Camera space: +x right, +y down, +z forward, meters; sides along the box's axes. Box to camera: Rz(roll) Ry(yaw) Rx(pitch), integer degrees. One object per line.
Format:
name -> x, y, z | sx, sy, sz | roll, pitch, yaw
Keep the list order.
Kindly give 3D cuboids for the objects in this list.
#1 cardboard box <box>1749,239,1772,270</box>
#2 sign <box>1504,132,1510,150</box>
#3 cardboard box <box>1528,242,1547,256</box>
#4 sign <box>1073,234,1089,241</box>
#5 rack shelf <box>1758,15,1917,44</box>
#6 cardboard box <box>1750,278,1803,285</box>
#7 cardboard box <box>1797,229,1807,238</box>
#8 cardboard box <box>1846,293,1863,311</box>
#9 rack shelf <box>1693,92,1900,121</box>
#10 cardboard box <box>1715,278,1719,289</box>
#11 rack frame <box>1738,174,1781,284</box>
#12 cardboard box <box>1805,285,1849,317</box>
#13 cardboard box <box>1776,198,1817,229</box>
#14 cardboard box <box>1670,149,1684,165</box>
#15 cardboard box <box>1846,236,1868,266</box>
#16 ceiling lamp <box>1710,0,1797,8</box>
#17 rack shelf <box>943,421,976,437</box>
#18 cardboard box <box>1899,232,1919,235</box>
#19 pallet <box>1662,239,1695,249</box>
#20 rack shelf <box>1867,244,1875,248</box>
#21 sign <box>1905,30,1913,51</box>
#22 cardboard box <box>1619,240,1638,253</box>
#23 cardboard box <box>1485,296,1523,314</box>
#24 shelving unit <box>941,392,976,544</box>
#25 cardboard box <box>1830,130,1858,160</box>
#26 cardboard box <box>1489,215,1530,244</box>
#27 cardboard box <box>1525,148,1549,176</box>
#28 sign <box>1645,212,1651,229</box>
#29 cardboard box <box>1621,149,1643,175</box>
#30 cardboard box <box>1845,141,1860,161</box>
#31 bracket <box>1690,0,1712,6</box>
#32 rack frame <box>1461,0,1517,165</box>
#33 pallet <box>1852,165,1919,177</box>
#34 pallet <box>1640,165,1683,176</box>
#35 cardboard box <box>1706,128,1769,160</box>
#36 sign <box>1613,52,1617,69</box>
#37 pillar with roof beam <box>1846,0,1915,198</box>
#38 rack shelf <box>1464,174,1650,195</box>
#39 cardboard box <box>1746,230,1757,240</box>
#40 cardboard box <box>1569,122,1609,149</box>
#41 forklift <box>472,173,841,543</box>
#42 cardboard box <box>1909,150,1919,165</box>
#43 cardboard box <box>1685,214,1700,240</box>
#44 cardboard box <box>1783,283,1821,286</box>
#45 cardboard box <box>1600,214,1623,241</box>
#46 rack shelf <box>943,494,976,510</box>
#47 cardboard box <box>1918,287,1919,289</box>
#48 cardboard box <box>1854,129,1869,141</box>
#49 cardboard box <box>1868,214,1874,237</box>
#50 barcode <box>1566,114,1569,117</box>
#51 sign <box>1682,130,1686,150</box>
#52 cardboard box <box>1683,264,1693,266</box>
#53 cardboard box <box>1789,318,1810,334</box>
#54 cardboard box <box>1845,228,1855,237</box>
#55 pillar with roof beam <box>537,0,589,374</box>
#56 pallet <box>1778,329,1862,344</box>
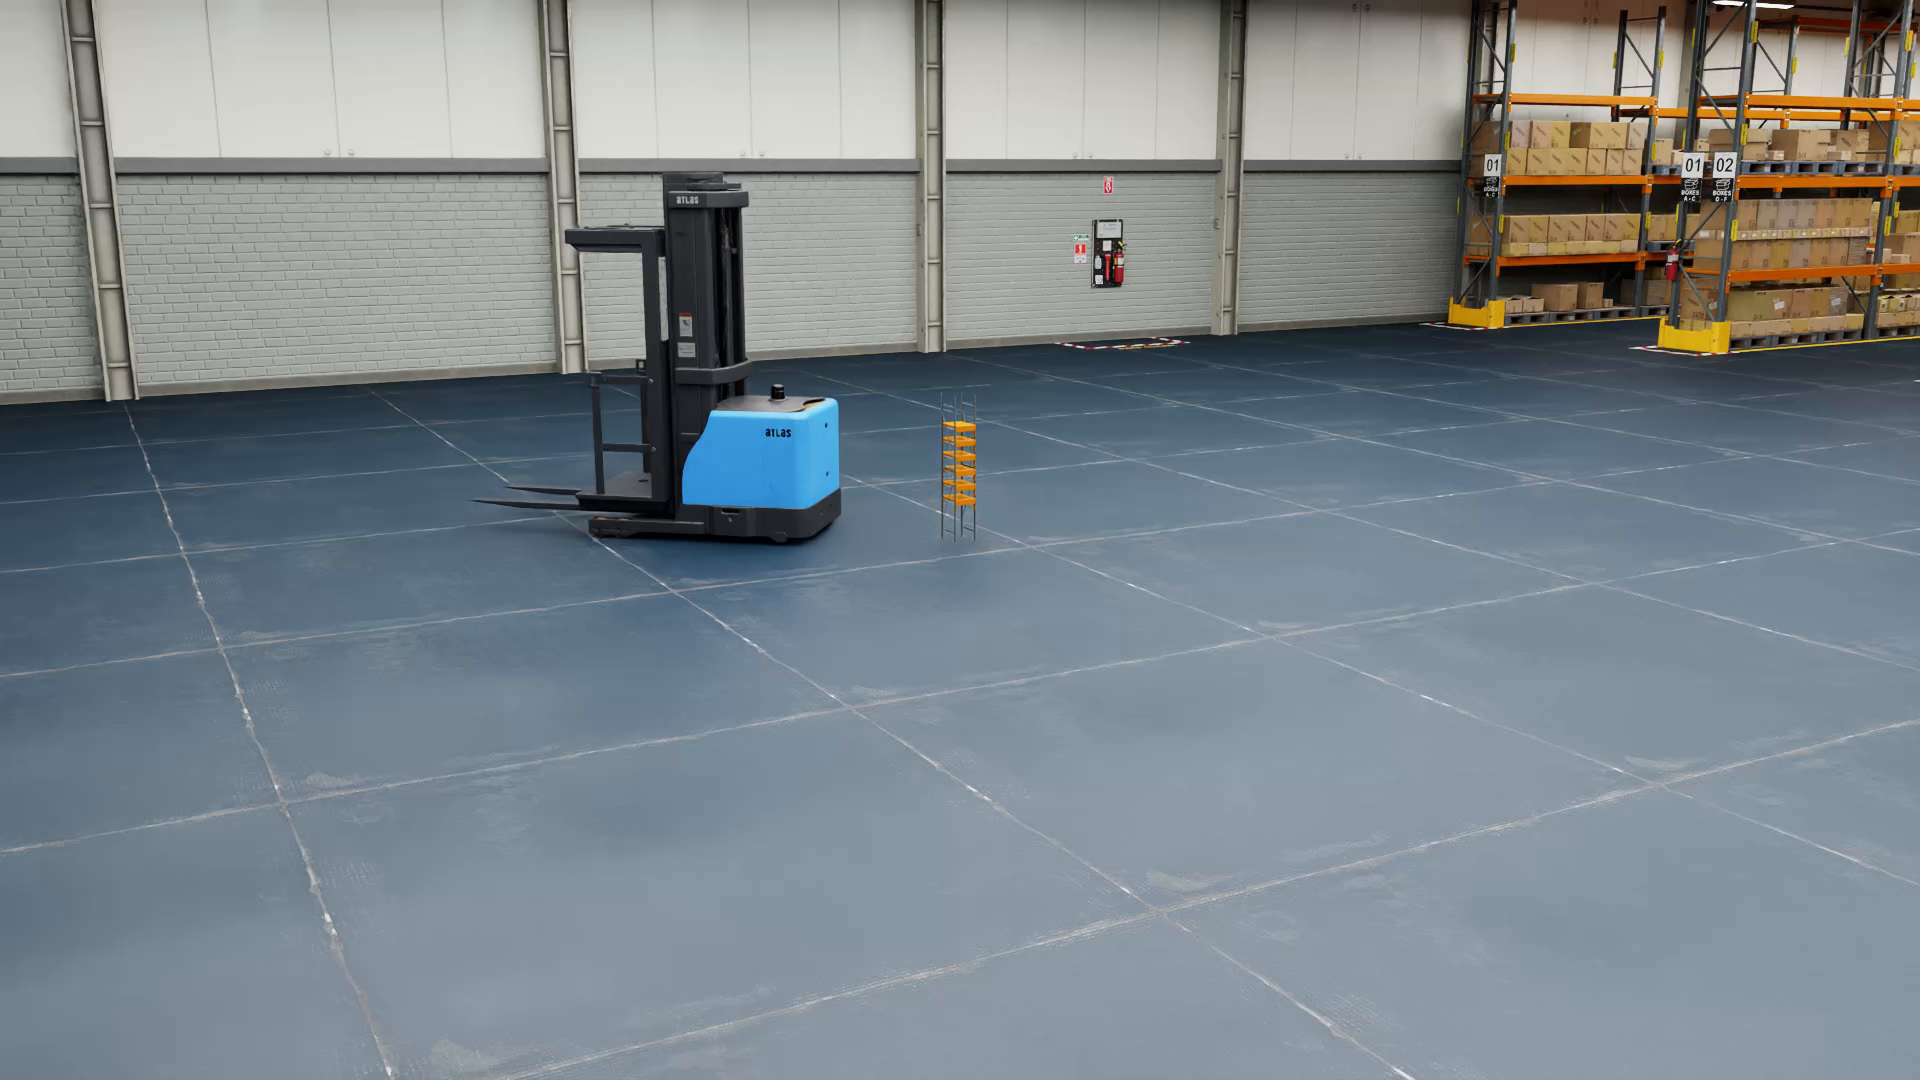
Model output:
cardboard box -> 13.113, -4.798, 27.869 | 0.500, 0.500, 0.700 | -6, 14, -26
sign -> 10.122, -7.386, 30.773 | 0.005, 0.325, 0.100 | -7, 14, -28
cardboard box -> 10.891, -5.585, 31.889 | 0.500, 0.250, 0.500 | -7, 15, -30
sign -> 2.081, -5.193, 28.566 | 0.331, 0.109, 0.001 | -7, 14, -28
rack shelf -> 18.639, -10.850, 35.393 | 4.000, 0.370, 1.077 | -7, 14, -28
cardboard box -> 17.592, -5.650, 35.824 | 0.750, 0.750, 0.750 | -7, 14, -29
cardboard box -> 14.036, -5.173, 28.058 | 0.250, 0.149, 0.380 | -7, 14, -27
cardboard box -> 15.967, -4.302, 29.922 | 0.500, 0.311, 0.500 | -7, 14, -28
rack shelf -> 13.994, -7.237, 27.822 | 4.000, 0.370, 1.077 | -7, 14, -28
cardboard box -> 15.769, -5.320, 35.106 | 0.500, 0.500, 0.700 | -7, 14, -28
rack frame -> 16.883, -6.442, 35.403 | 0.127, 3.000, 1.000 | -7, 14, -28
cardboard box -> 15.003, -4.155, 28.838 | 0.500, 0.500, 0.500 | -7, 14, -28
cardboard box -> 14.041, -5.542, 28.223 | 0.500, 0.500, 0.700 | -7, 14, -28
cardboard box -> 14.431, -7.753, 33.642 | 0.500, 0.311, 0.500 | -6, 14, -26
cardboard box -> 15.363, -5.068, 29.069 | 0.500, 0.500, 0.700 | -7, 15, -29
ceiling lamp -> 14.599, -11.241, 29.768 | 2.000, 3.185, 0.800 | -7, 14, -28
rack shelf -> -0.013, -0.892, 13.401 | 0.180, 0.103, 0.258 | -7, 14, -28
cardboard box -> 17.333, -5.302, 30.107 | 0.500, 0.500, 0.500 | -7, 14, -28
pallet -> 15.166, -6.132, 34.463 | 1.213, 0.211, 1.003 | -7, 14, -28
rack shelf -> 18.639, -6.302, 36.417 | 4.000, 0.370, 1.077 | -7, 14, -28
sign -> 15.994, -8.417, 28.027 | 0.005, 0.325, 0.100 | -7, 14, -28
cardboard box -> 13.102, -5.850, 33.066 | 0.500, 0.250, 0.500 | -7, 14, -28
cardboard box -> 10.512, -4.559, 32.156 | 0.500, 0.311, 0.500 | -9, 15, -34
shelving unit -> -0.013, -0.584, 13.471 | 0.189, 1.200, 0.258 | -7, 14, -28
cardboard box -> 15.181, -6.850, 28.881 | 0.500, 0.500, 0.500 | -6, 14, -23
cardboard box -> 10.425, -5.895, 31.561 | 0.500, 0.500, 0.500 | -7, 14, -28
cardboard box -> 10.763, -7.159, 31.483 | 0.500, 0.500, 0.500 | -6, 14, -24
sign -> 13.639, -6.340, 32.977 | 0.005, 0.325, 0.100 | -7, 14, -28
cardboard box -> 13.045, -7.442, 32.741 | 0.500, 0.500, 0.500 | -6, 14, -26
cardboard box -> 19.112, -8.447, 36.251 | 0.500, 0.500, 0.700 | -7, 15, -29
bracket -> 15.134, -11.043, 33.984 | 0.430, 0.232, 0.235 | -7, 14, -28
rack frame -> 9.862, -8.527, 31.004 | 0.127, 3.000, 1.000 | -7, 14, -28
pallet -> 16.517, -6.532, 29.408 | 1.217, 0.209, 0.805 | -8, 15, -30
pallet -> 13.965, -7.438, 33.422 | 1.003, 0.211, 1.213 | -7, 14, -28
cardboard box -> 12.745, -6.493, 27.286 | 0.637, 0.503, 0.797 | -6, 14, -24
sign -> 13.101, -9.587, 33.227 | 0.005, 0.325, 0.100 | -7, 14, -28
pillar with roof beam -> 22.657, -9.200, 33.995 | 0.548, 9.000, 9.100 | -7, 14, -28
rack shelf -> 11.617, -6.923, 32.348 | 4.000, 0.370, 1.077 | -7, 14, -28
cardboard box -> 12.916, -5.040, 27.465 | 0.250, 0.149, 0.380 | -7, 15, -29
cardboard box -> 12.133, -7.809, 32.096 | 0.500, 0.500, 0.500 | -7, 15, -30
forklift -> -2.588, -1.552, 13.828 | 3.031, 2.935, 1.130 | 3, 13, 12
cardboard box -> 16.775, -6.783, 29.473 | 0.500, 0.250, 0.500 | -8, 15, -33
cardboard box -> 14.892, -6.464, 34.272 | 0.500, 0.500, 0.700 | -5, 14, -20
cardboard box -> 14.757, -4.254, 29.277 | 0.500, 0.500, 0.500 | -7, 14, -28
cardboard box -> 12.670, -6.161, 32.741 | 0.500, 0.500, 0.500 | -7, 14, -28
rack shelf -> -0.013, -0.306, 13.533 | 0.180, 0.103, 0.258 | -7, 14, -28
cardboard box -> 18.203, -4.570, 31.111 | 0.500, 0.311, 0.500 | -7, 15, -29
cardboard box -> 19.559, -8.888, 36.503 | 0.500, 0.250, 0.500 | -6, 14, -24
cardboard box -> 19.667, -6.914, 36.548 | 0.500, 0.500, 0.500 | -7, 14, -27
barcode -> 11.946, -8.348, 32.713 | 0.075, 0.075, 0.001 | -7, 14, -28
sign -> 11.991, -6.609, 27.476 | 0.005, 0.325, 0.100 | -7, 14, -28
cardboard box -> 15.297, -5.614, 34.708 | 0.500, 0.250, 0.500 | -7, 14, -28
cardboard box -> 14.133, -3.681, 28.439 | 0.500, 0.250, 0.500 | -7, 14, -28
cardboard box -> 15.167, -5.309, 28.661 | 0.250, 0.149, 0.380 | -7, 15, -30
pillar with roof beam -> -3.675, -6.044, 19.972 | 0.400, 9.000, 9.100 | -7, 14, -28
pallet -> 15.031, -3.631, 29.263 | 1.213, 0.211, 1.003 | -7, 14, -28
